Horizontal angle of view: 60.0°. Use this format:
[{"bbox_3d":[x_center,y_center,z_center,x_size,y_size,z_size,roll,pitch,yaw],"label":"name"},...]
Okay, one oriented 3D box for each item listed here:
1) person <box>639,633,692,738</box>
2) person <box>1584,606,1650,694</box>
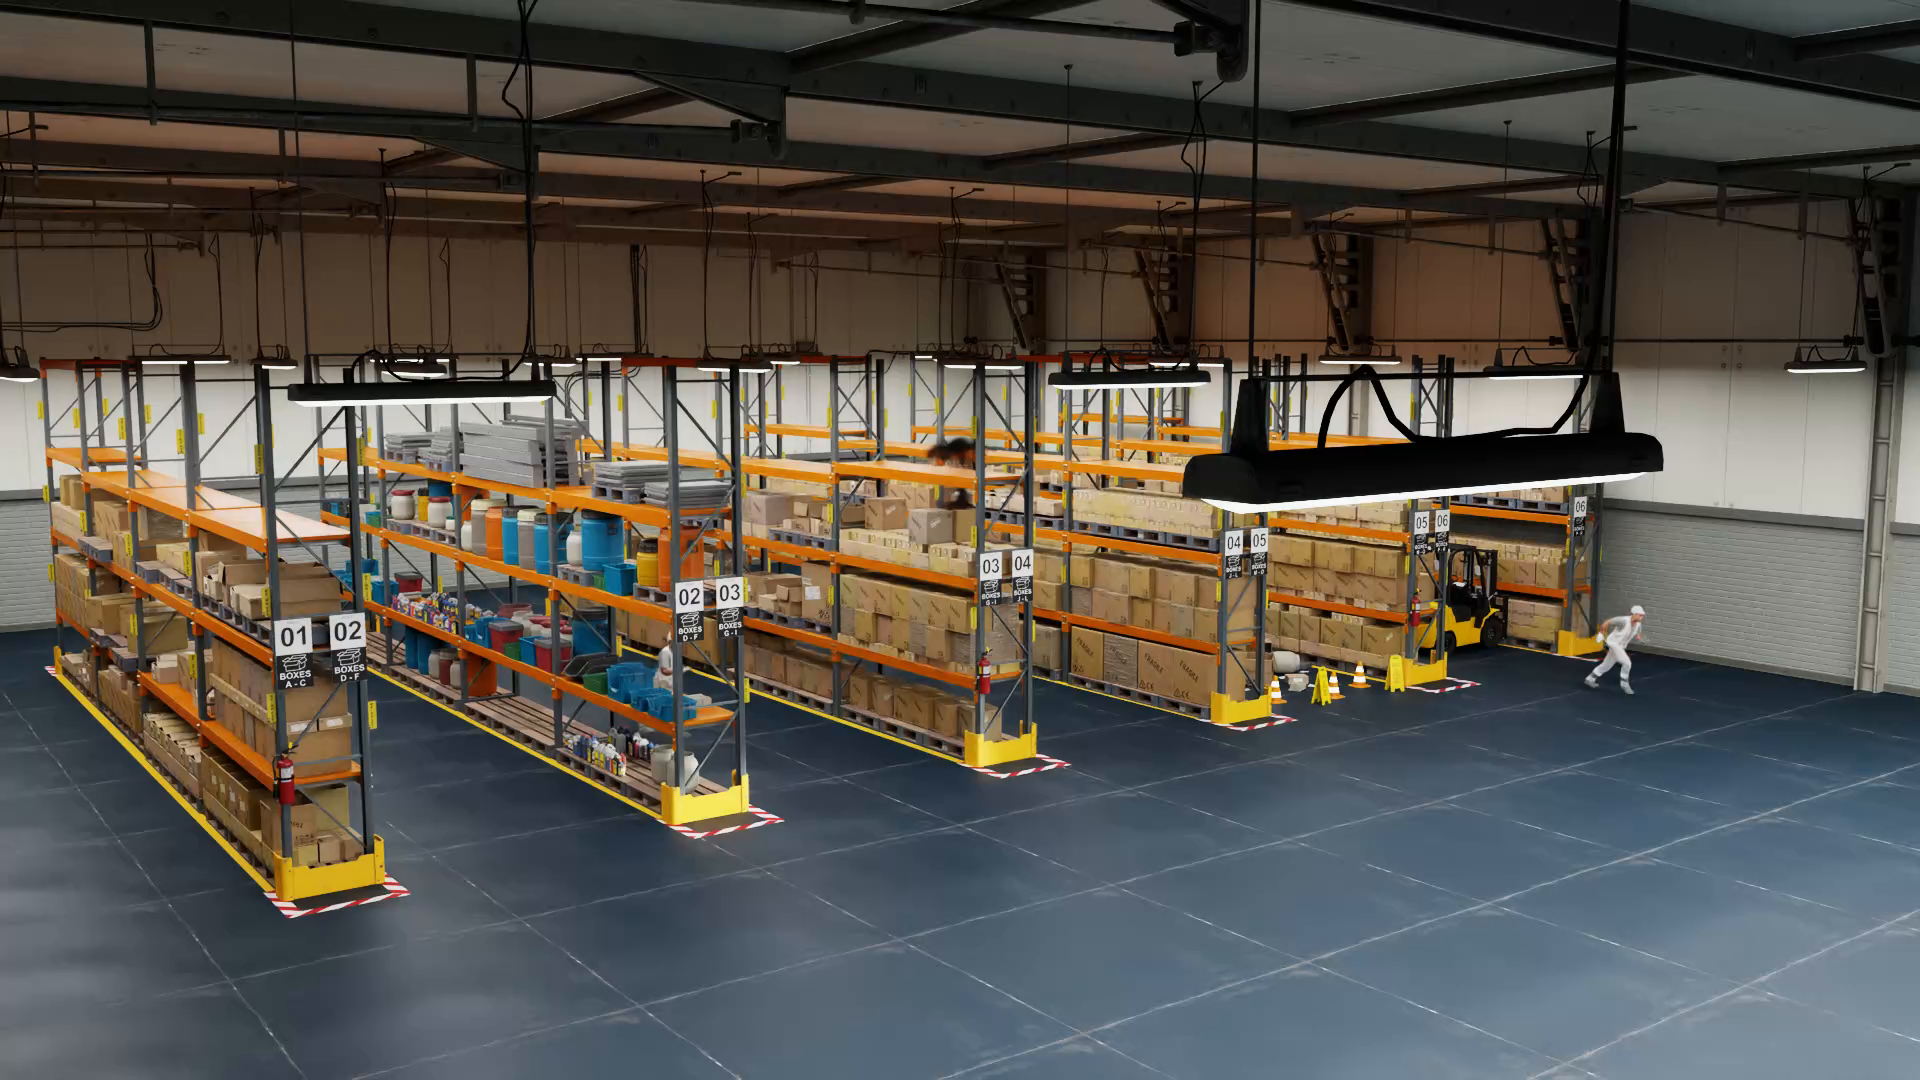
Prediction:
[{"bbox_3d":[-4.662,2.291,26.506,0.991,1.752,0.722,3,7,22],"label":"person"},{"bbox_3d":[11.804,1.928,29.865,0.678,1.588,1.125,-5,9,-37],"label":"person"}]
